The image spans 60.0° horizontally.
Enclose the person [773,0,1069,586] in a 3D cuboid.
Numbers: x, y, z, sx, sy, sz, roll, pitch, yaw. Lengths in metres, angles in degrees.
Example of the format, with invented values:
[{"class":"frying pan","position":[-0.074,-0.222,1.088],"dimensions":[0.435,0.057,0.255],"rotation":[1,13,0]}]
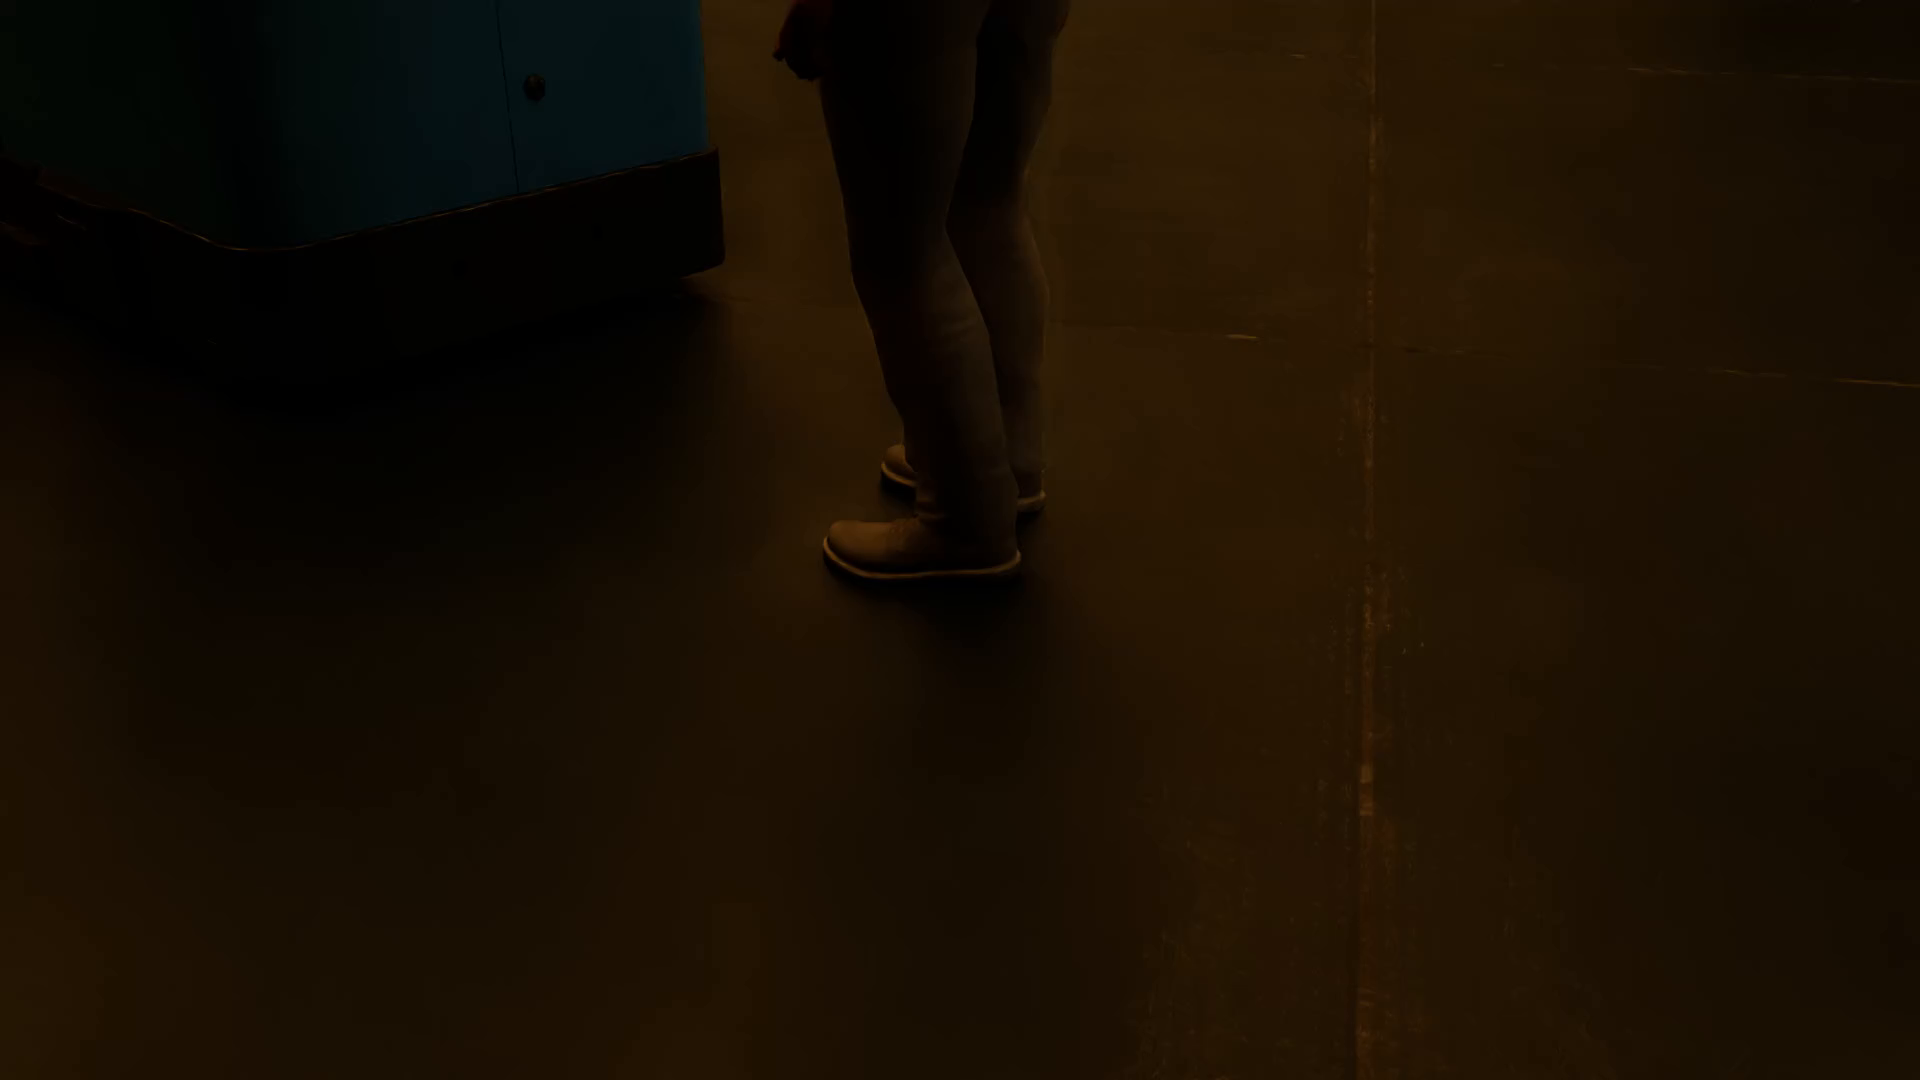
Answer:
[{"class":"person","position":[-0.053,-0.754,2.142],"dimensions":[0.416,1.682,0.469],"rotation":[23,35,38]}]

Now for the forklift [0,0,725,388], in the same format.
[{"class":"forklift","position":[-1.926,-2.125,3.458],"dimensions":[3.031,2.935,1.130],"rotation":[22,34,37]}]
